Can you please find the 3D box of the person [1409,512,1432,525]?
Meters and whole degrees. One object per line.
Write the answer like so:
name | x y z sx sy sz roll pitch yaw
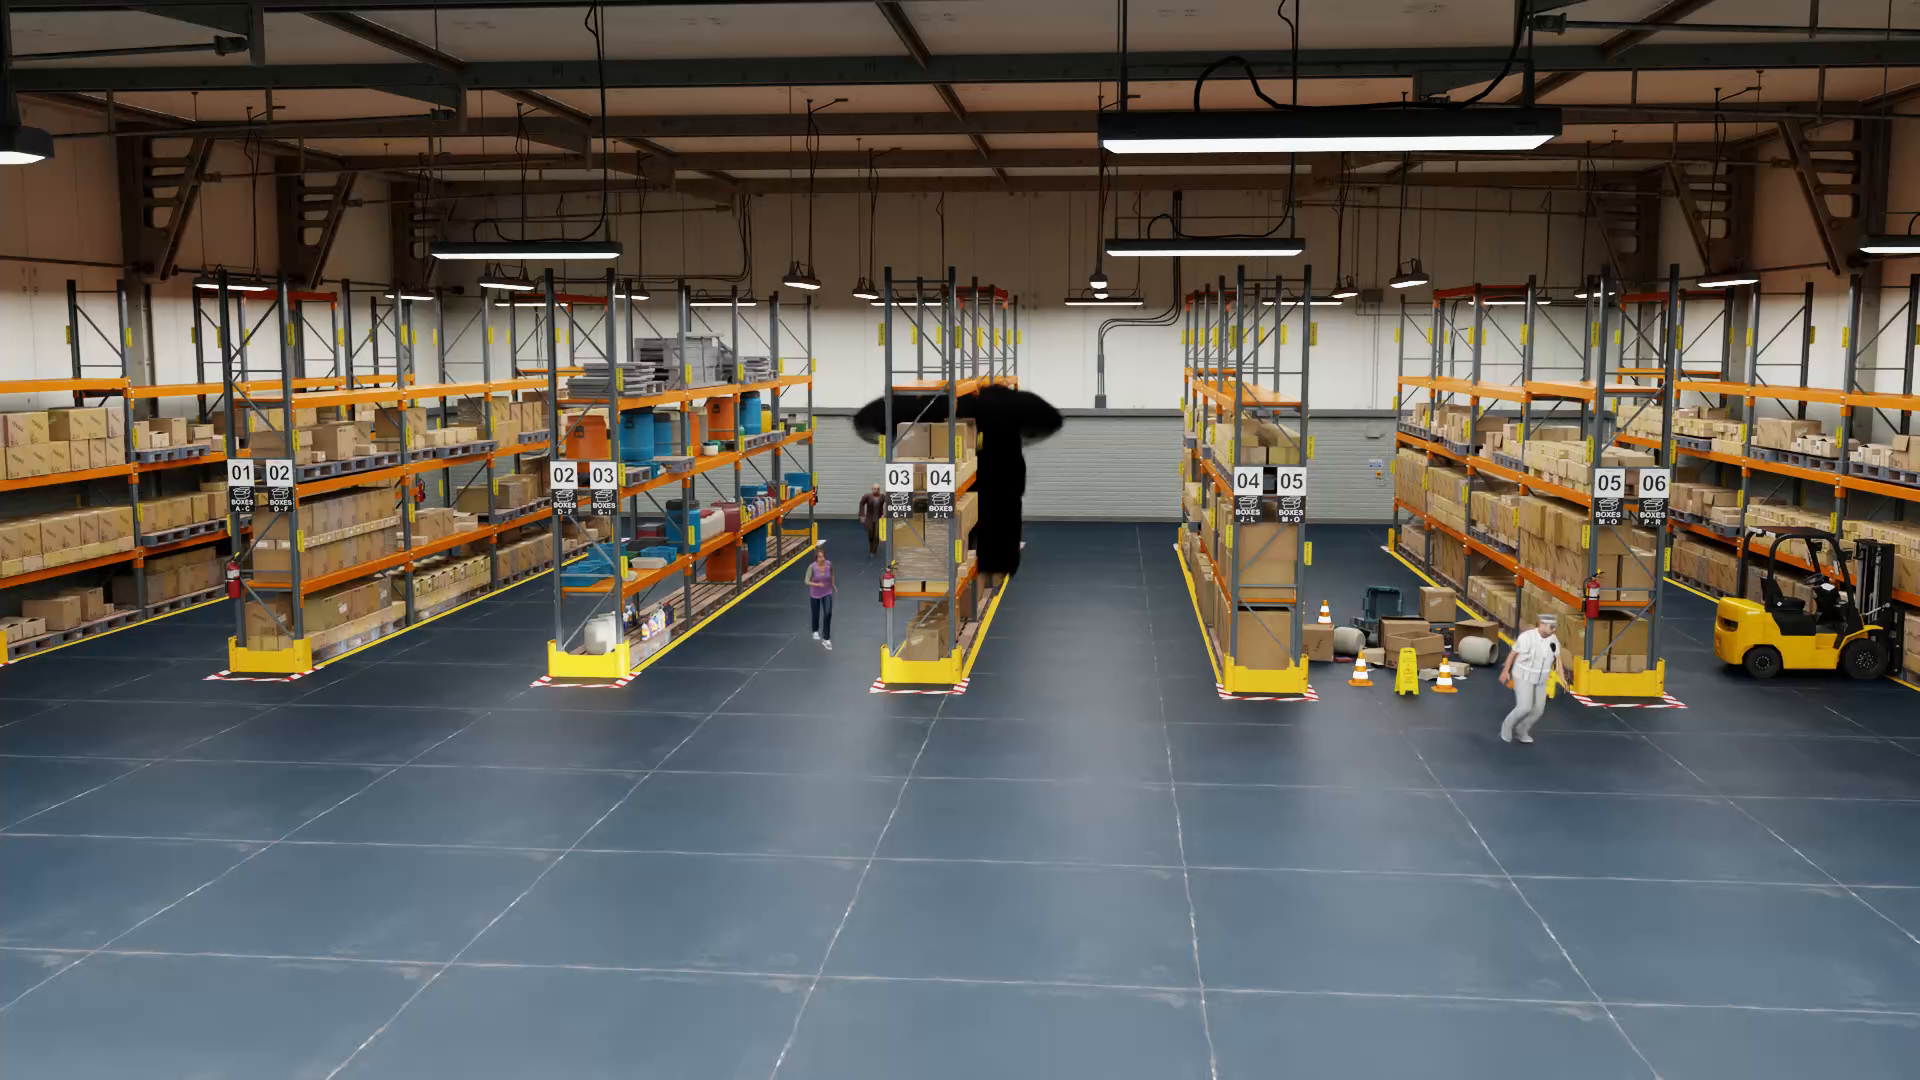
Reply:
person | 11.621 -0.926 41.875 0.847 1.740 0.590 -1 7 -12

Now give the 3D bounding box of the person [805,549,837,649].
person | -2.193 0.891 26.180 0.534 1.566 0.906 -1 7 -12

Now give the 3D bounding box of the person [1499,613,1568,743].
person | 7.046 1.696 20.411 0.648 1.659 0.669 -2 7 -16

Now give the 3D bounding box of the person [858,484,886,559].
person | -1.951 -0.448 37.963 0.713 1.711 0.709 -1 7 -12
